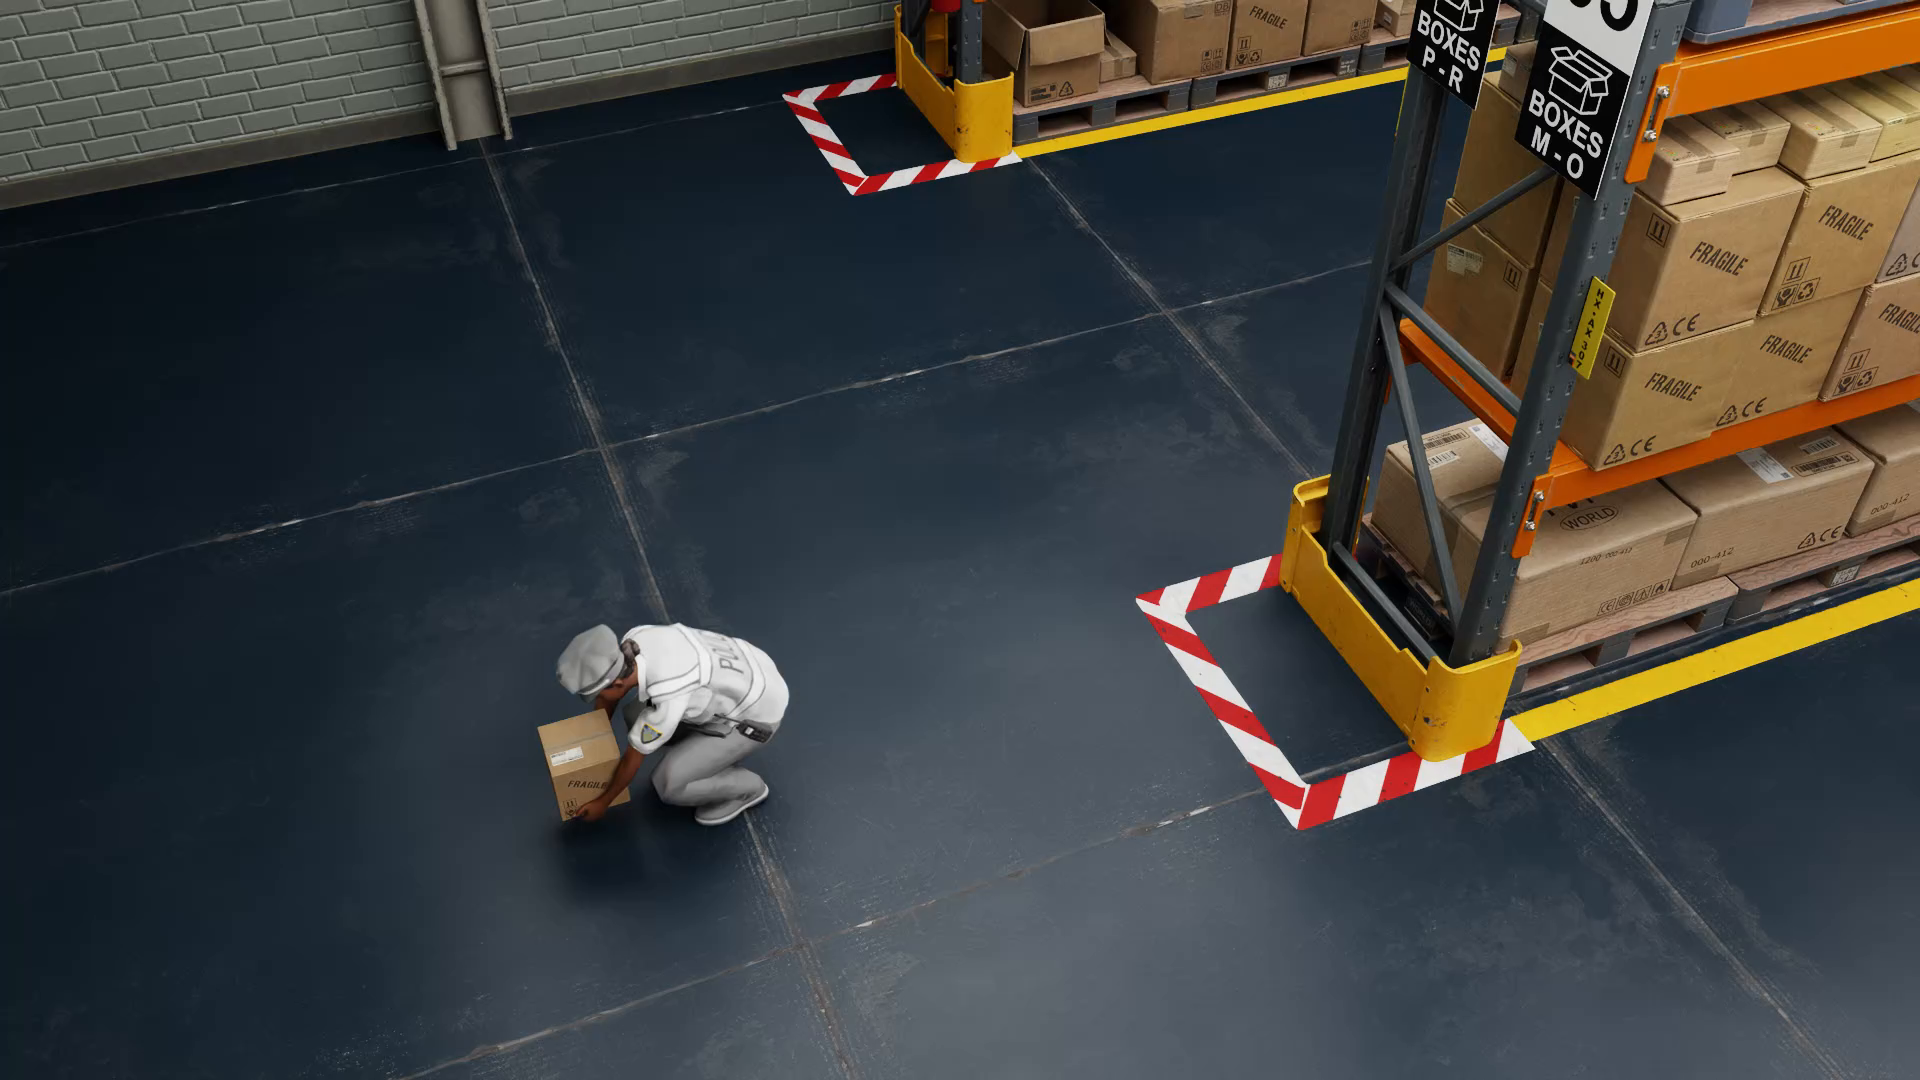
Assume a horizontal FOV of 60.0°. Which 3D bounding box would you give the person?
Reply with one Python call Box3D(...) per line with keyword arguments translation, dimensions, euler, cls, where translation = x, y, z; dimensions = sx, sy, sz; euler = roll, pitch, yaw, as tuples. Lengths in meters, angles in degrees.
Box3D(translation=(-1.042, 0.620, 6.002), dimensions=(0.854, 0.972, 0.458), euler=(-16, 44, -17), cls="person")
